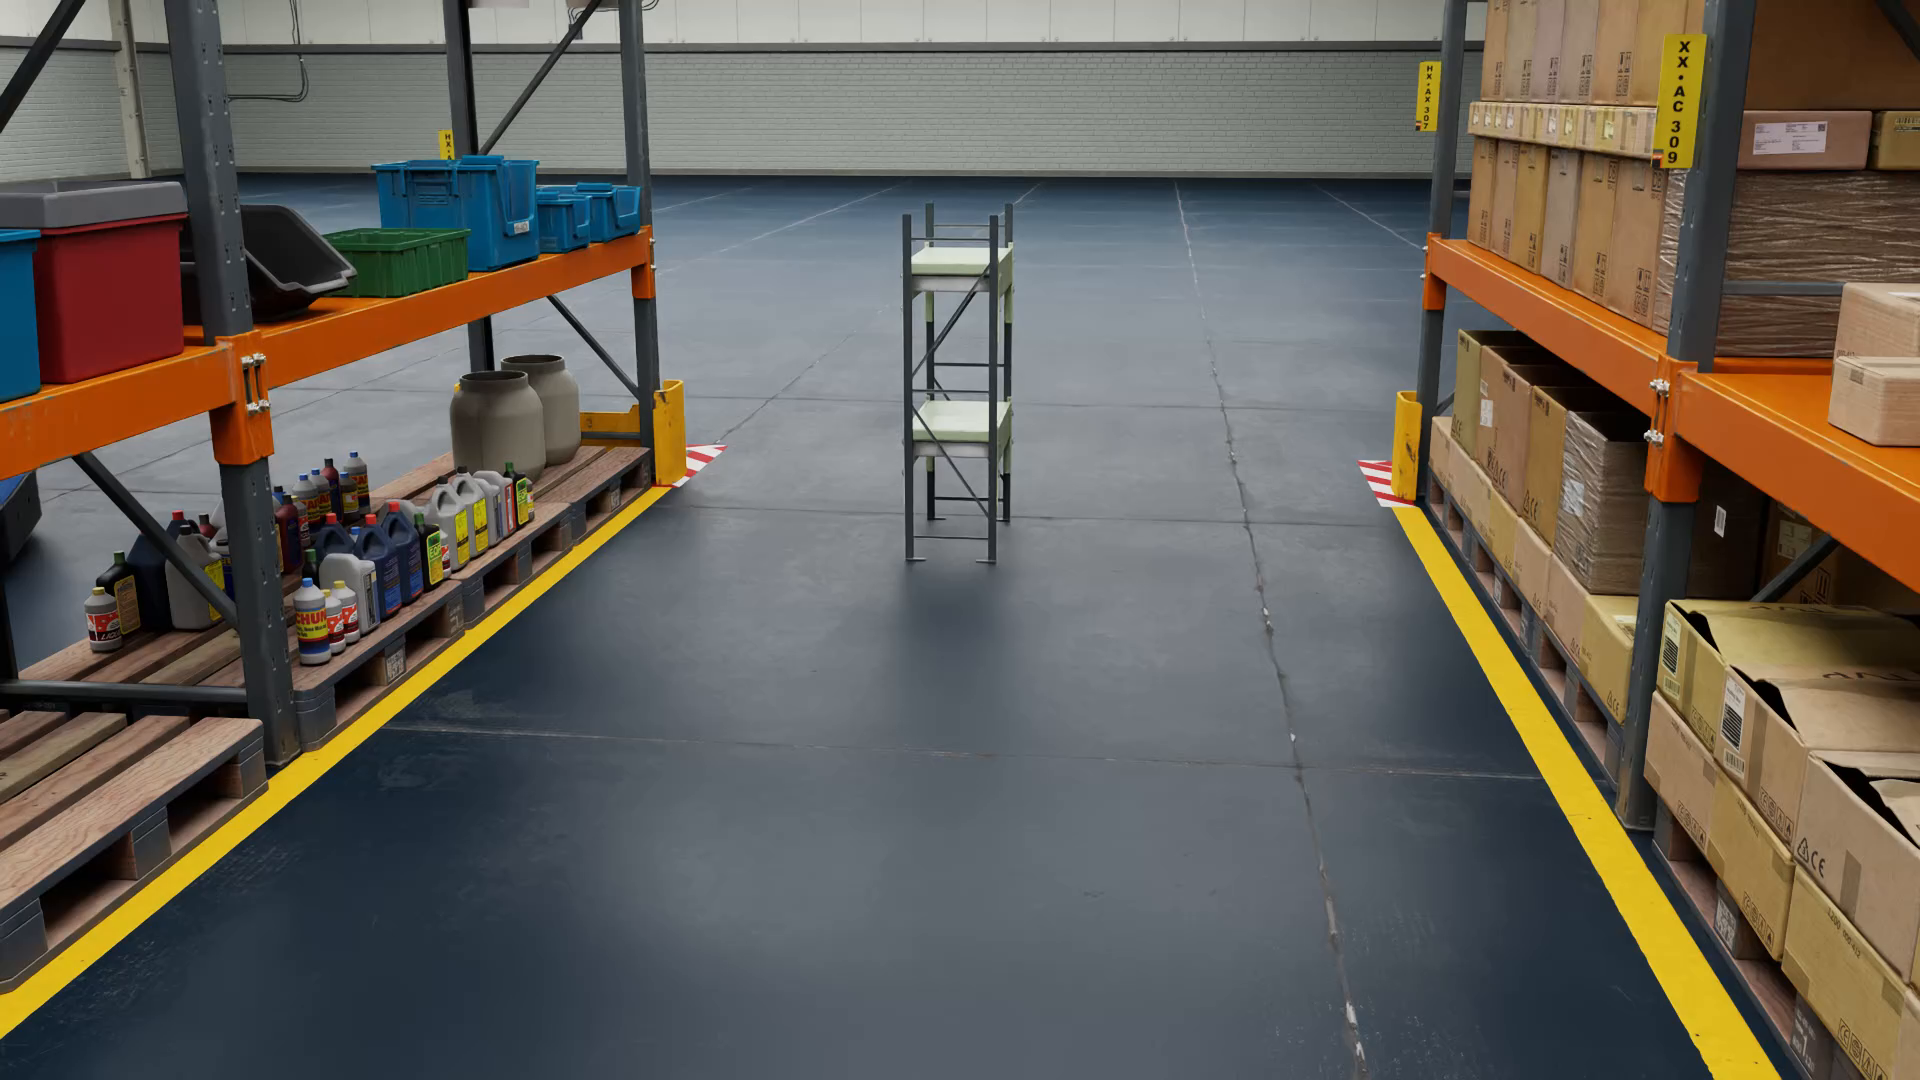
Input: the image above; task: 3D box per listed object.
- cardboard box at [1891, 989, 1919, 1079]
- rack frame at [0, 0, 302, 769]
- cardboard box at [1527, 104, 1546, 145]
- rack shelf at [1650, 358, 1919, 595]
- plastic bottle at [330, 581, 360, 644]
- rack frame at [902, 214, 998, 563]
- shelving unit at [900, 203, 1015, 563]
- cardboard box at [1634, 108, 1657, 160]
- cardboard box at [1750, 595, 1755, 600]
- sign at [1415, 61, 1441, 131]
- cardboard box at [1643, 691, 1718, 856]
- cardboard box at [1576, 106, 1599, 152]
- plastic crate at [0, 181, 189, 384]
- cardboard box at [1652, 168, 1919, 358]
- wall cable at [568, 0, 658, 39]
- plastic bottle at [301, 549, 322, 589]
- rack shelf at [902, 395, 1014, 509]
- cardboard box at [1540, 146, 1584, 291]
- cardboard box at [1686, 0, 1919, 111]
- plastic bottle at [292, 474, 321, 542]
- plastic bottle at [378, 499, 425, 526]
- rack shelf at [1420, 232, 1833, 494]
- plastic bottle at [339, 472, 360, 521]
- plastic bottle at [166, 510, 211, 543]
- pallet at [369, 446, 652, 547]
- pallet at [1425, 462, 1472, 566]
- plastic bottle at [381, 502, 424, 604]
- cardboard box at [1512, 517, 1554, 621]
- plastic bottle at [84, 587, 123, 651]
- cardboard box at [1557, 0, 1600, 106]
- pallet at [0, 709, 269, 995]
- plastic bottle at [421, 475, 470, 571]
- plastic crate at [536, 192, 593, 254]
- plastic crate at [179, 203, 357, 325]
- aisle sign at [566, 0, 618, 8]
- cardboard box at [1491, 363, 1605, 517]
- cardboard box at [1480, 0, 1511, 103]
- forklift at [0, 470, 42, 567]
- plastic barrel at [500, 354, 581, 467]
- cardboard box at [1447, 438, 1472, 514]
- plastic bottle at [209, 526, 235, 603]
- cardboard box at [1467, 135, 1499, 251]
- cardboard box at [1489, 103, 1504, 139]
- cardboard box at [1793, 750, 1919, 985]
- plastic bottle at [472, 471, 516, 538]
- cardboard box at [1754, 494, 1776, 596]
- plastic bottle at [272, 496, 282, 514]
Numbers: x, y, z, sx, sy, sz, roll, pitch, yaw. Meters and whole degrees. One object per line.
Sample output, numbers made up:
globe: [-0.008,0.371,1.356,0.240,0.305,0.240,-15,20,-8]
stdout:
cardboard box: [1.897,0.989,2.722,0.500,0.250,0.500,2,15,7]
rack frame: [-2.560,-0.779,4.796,1.000,3.000,0.127,2,15,6]
cardboard box: [2.411,-1.601,6.404,0.380,0.149,0.250,2,15,6]
rack shelf: [2.136,0.234,2.429,1.077,0.370,4.000,2,15,6]
plastic bottle: [-2.065,0.237,5.557,0.097,0.201,0.097,0,15,0]
rack frame: [-0.041,-0.631,7.122,0.400,1.500,0.023,2,15,6]
shelving unit: [0.001,-0.726,7.473,0.431,1.500,0.755,2,15,6]
cardboard box: [2.236,-1.202,4.928,0.380,0.149,0.250,1,15,5]
cardboard box: [2.777,0.252,5.448,0.500,0.250,0.500,2,15,6]
sign: [2.262,-2.144,8.033,0.100,0.325,0.005,2,15,6]
cardboard box: [2.070,0.590,4.197,0.500,0.250,0.500,1,15,5]
cardboard box: [2.324,-1.400,5.657,0.380,0.149,0.250,2,15,8]
plastic crate: [-2.310,-0.675,4.290,0.402,0.464,0.583,2,15,6]
cardboard box: [2.405,-0.796,4.667,0.700,0.500,0.500,1,15,5]
wall cable: [-8.321,-15.005,39.400,2.305,6.003,0.169,2,15,6]
plastic bottle: [-2.185,0.163,5.676,0.061,0.283,0.133,2,15,6]
rack shelf: [0.001,-0.411,7.558,0.431,0.370,0.720,2,15,6]
cardboard box: [2.575,-1.196,6.145,0.700,0.500,0.500,2,15,8]
cardboard box: [2.405,-1.422,4.497,0.700,0.500,0.500,2,15,7]
plastic bottle: [-2.673,-0.136,6.802,0.097,0.271,0.097,0,15,0]
plastic bottle: [-2.137,-0.031,6.404,0.152,0.276,0.135,2,15,6]
rack shelf: [2.587,-0.804,6.266,1.077,0.370,4.000,2,15,6]
plastic bottle: [-2.634,-0.190,7.137,0.097,0.201,0.097,0,15,0]
plastic bottle: [-2.752,0.062,5.918,0.144,0.351,0.185,1,15,3]
pallet: [-2.167,-0.239,8.140,1.003,0.211,1.213,2,15,6]
pallet: [2.768,-0.124,7.716,1.003,0.211,1.213,2,15,6]
plastic bottle: [-2.035,0.041,5.995,0.144,0.351,0.185,1,15,4]
cardboard box: [2.305,0.106,5.986,0.500,0.250,0.500,2,15,6]
plastic bottle: [-2.829,0.256,5.486,0.097,0.201,0.097,0,15,0]
cardboard box: [2.575,-1.812,5.941,0.700,0.500,0.500,2,15,6]
pallet: [-2.610,0.772,4.403,1.003,0.211,1.213,2,15,6]
plastic bottle: [-1.987,-0.069,6.403,0.144,0.351,0.185,2,15,6]
plastic crate: [-1.947,-1.438,7.518,0.499,0.251,0.408,2,15,6]
plastic crate: [-2.374,-0.881,5.293,0.767,0.338,0.504,2,15,6]
aisle sign: [-1.805,-3.081,8.330,0.394,0.787,0.004,2,15,6]
cardboard box: [2.359,-0.385,6.368,0.500,0.500,0.500,2,15,6]
cardboard box: [2.741,-2.210,7.410,0.700,0.500,0.500,2,15,6]
forklift: [-5.581,-1.217,6.547,3.031,2.935,1.130,-6,16,-20]
plastic barrel: [-2.107,-0.645,8.263,0.421,0.512,0.421,0,15,0]
cardboard box: [2.478,-0.283,7.424,0.500,0.250,0.500,2,15,6]
plastic bottle: [-2.602,0.096,5.936,0.152,0.276,0.135,2,15,6]
cardboard box: [2.747,-1.597,7.631,0.700,0.500,0.500,2,15,6]
cardboard box: [2.498,-1.802,7.147,0.380,0.149,0.250,2,15,6]
cardboard box: [1.948,0.586,3.139,0.500,0.311,0.500,1,15,4]
plastic bottle: [-1.936,-0.160,6.883,0.152,0.276,0.135,2,15,7]
cardboard box: [2.773,-0.110,5.351,0.500,0.500,0.500,2,15,6]
plastic bottle: [-2.693,-0.028,6.393,0.152,0.276,0.135,2,15,7]
